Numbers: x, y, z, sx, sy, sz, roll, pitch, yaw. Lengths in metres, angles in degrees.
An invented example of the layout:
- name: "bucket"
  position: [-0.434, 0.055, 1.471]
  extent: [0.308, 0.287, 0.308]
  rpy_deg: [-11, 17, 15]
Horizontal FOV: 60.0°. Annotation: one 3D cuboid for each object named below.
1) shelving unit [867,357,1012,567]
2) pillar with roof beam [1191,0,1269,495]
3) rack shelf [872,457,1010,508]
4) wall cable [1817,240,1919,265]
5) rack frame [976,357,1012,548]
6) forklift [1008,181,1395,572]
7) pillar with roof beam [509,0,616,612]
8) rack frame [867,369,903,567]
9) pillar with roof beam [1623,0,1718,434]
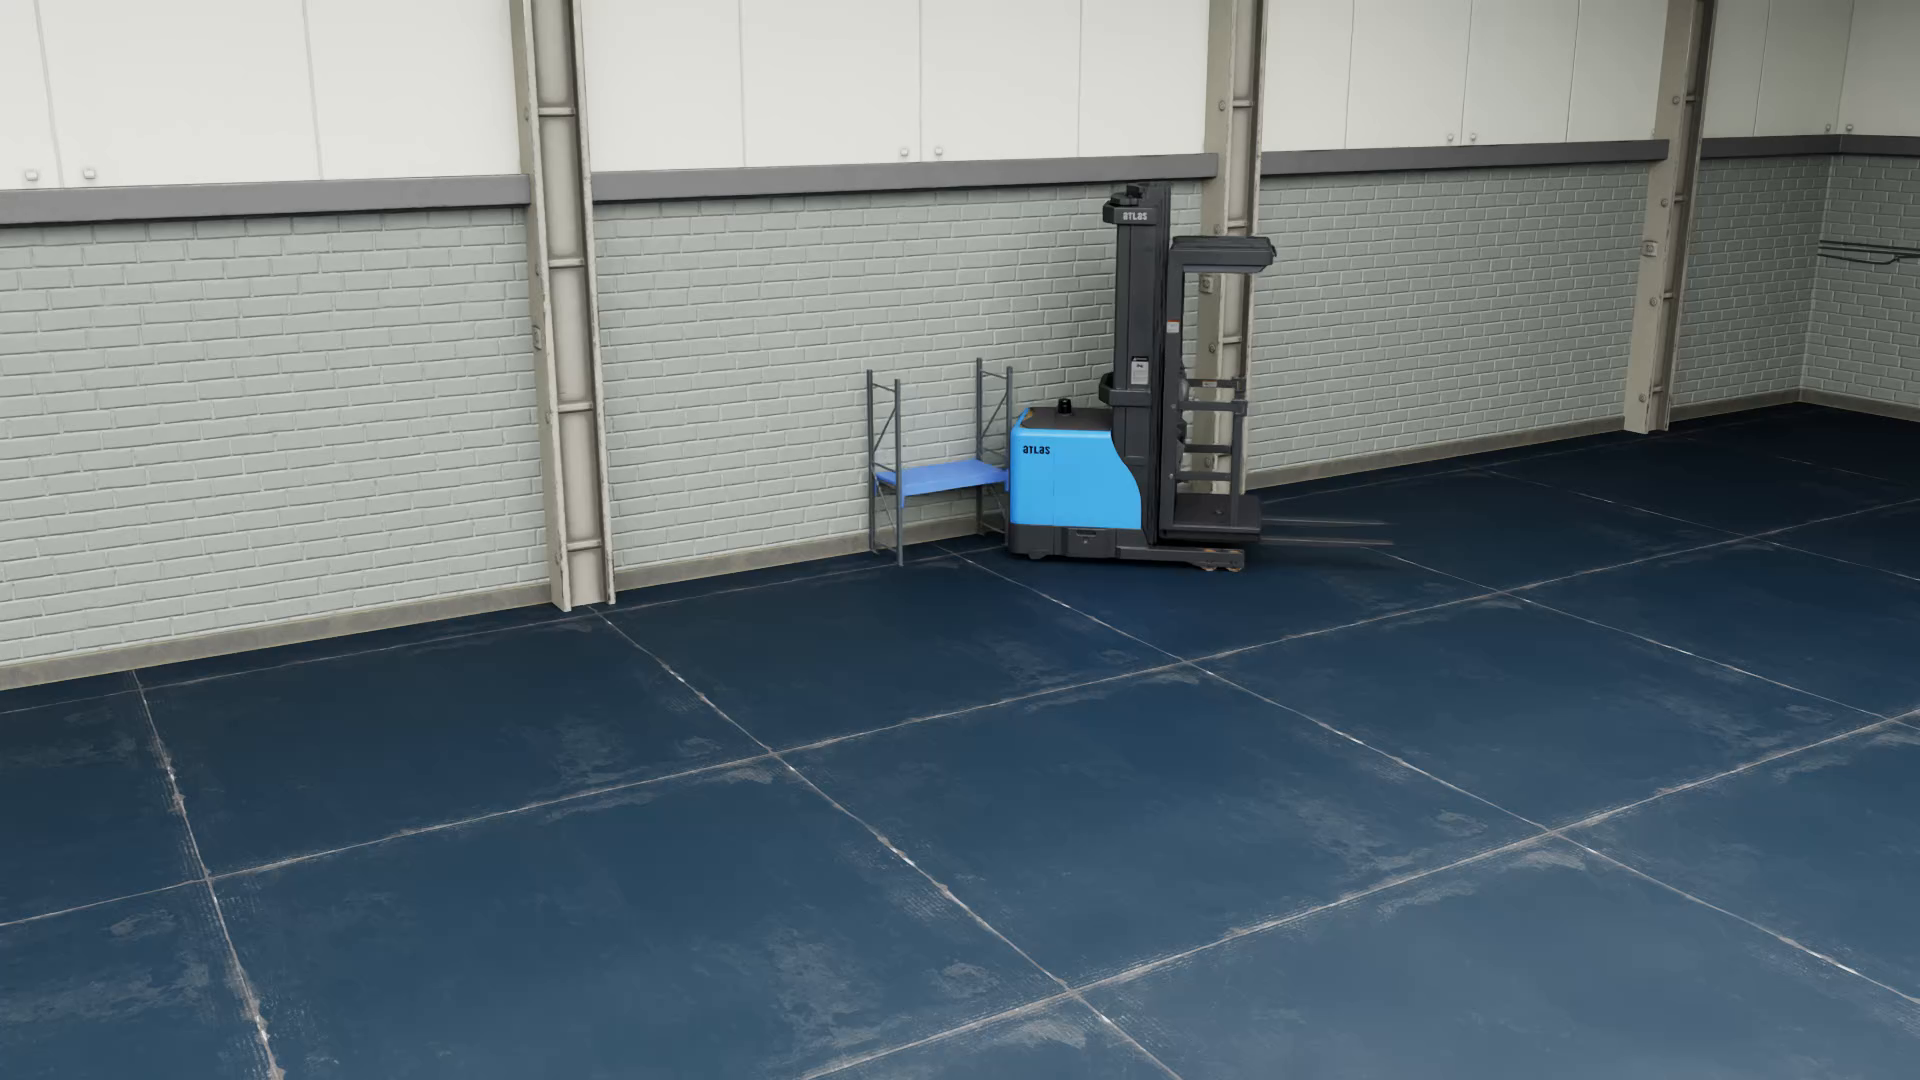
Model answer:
- name: "shelving unit"
  position: [-0.160, -0.644, 13.406]
  extent: [1.048, 1.500, 0.538]
  rpy_deg: [-10, 19, -30]
- name: "pillar with roof beam"
  position: [4.580, -3.713, 10.485]
  extent: [0.400, 9.000, 9.100]
  rpy_deg: [-9, 18, -30]
- name: "rack shelf"
  position: [-0.159, -0.472, 13.457]
  extent: [1.000, 0.185, 0.538]
  rpy_deg: [-10, 19, -30]
- name: "wall cable"
  position: [10.712, -4.152, 17.802]
  extent: [0.112, 2.526, 3.097]
  rpy_deg: [-9, 18, -30]
- name: "rack frame"
  position: [0.276, -0.718, 13.657]
  extent: [0.032, 1.500, 0.500]
  rpy_deg: [-10, 19, -30]
- name: "forklift"
  position: [1.947, -1.316, 13.173]
  extent: [3.031, 2.935, 1.130]
  rpy_deg: [2, 16, 8]
- name: "pillar with roof beam"
  position: [-0.563, -2.879, 7.510]
  extent: [0.400, 9.000, 9.100]
  rpy_deg: [-9, 18, -30]
- name: "rack frame"
  position: [-0.595, -0.570, 13.155]
  extent: [0.032, 1.500, 0.500]
  rpy_deg: [-10, 19, -30]
- name: "pillar with roof beam"
  position: [9.723, -4.548, 13.461]
  extent: [0.400, 9.000, 9.100]
  rpy_deg: [-9, 18, -30]
